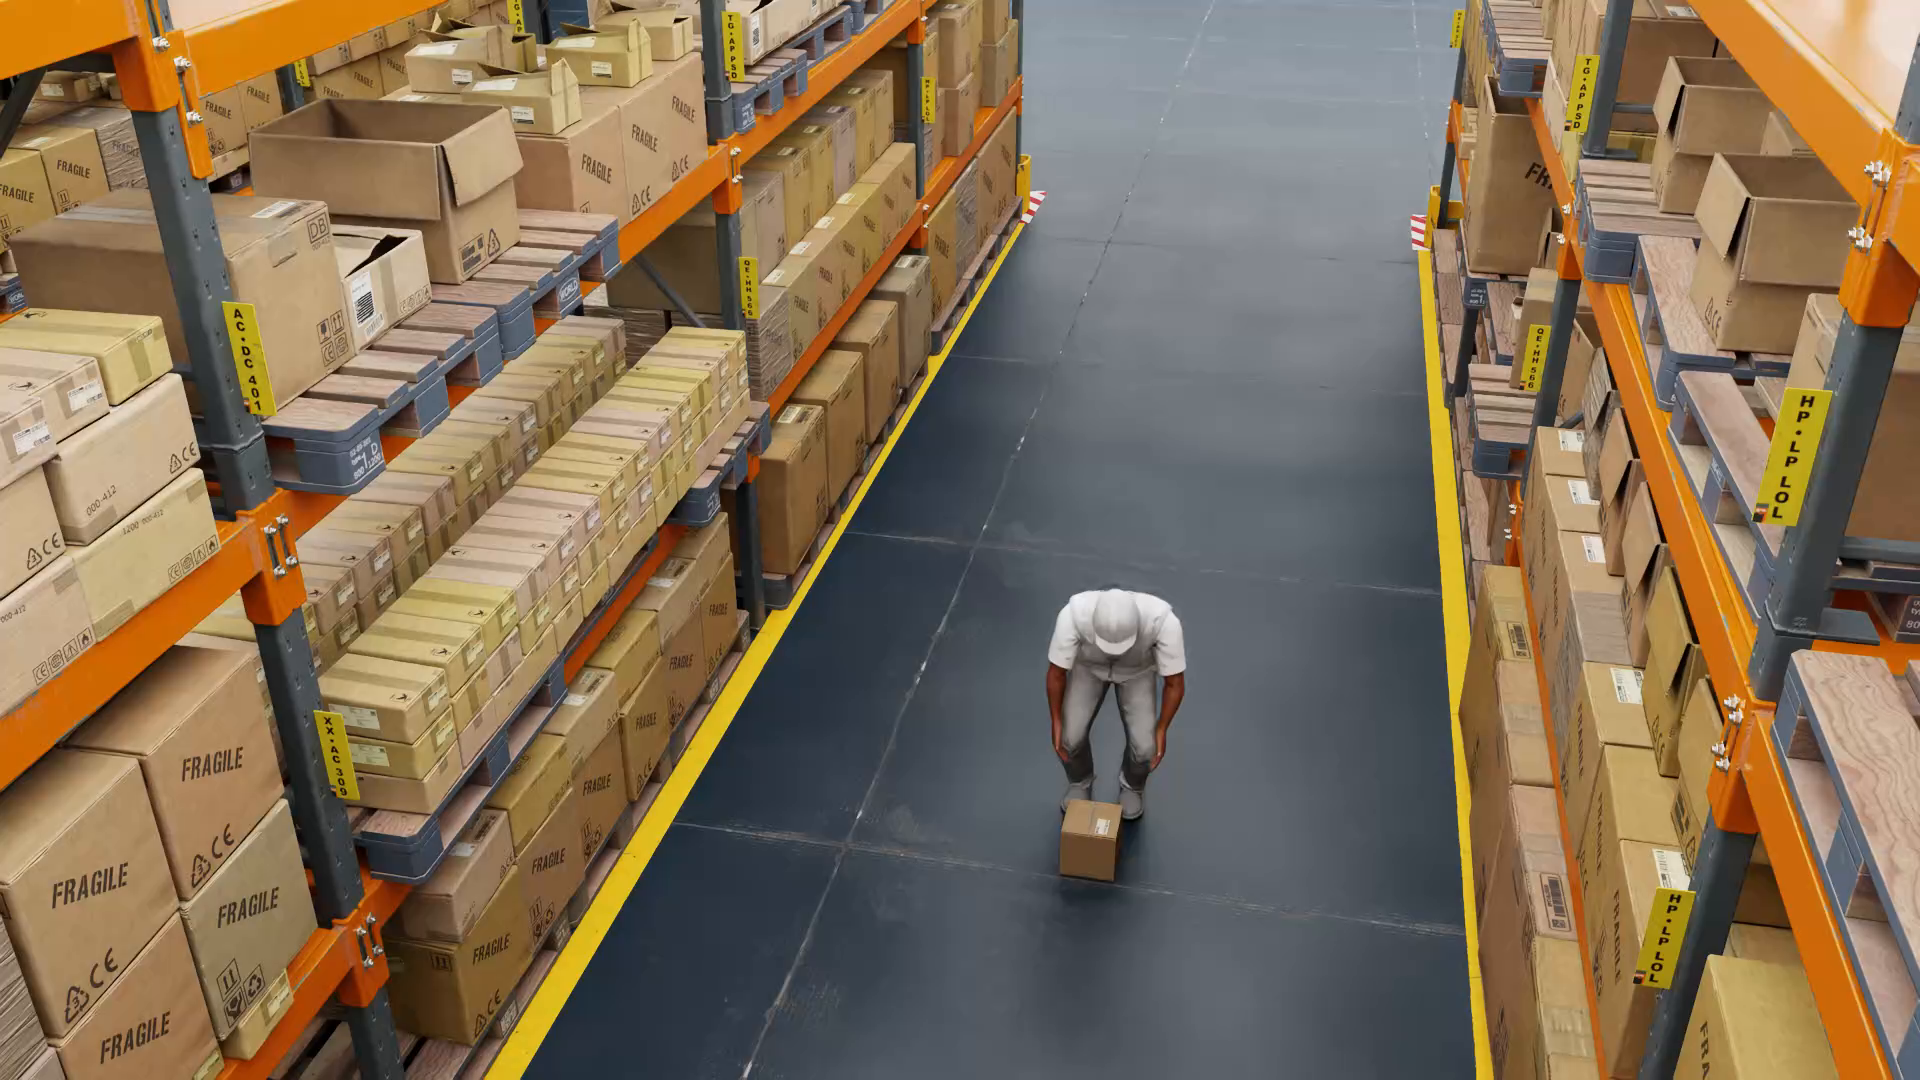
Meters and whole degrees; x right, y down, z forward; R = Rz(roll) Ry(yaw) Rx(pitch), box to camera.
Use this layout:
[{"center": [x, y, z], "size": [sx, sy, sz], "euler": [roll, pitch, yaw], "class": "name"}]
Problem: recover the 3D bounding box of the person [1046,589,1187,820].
[{"center": [0.730, 0.700, 7.725], "size": [0.631, 1.373, 0.779], "euler": [6, 29, 11], "class": "person"}]
